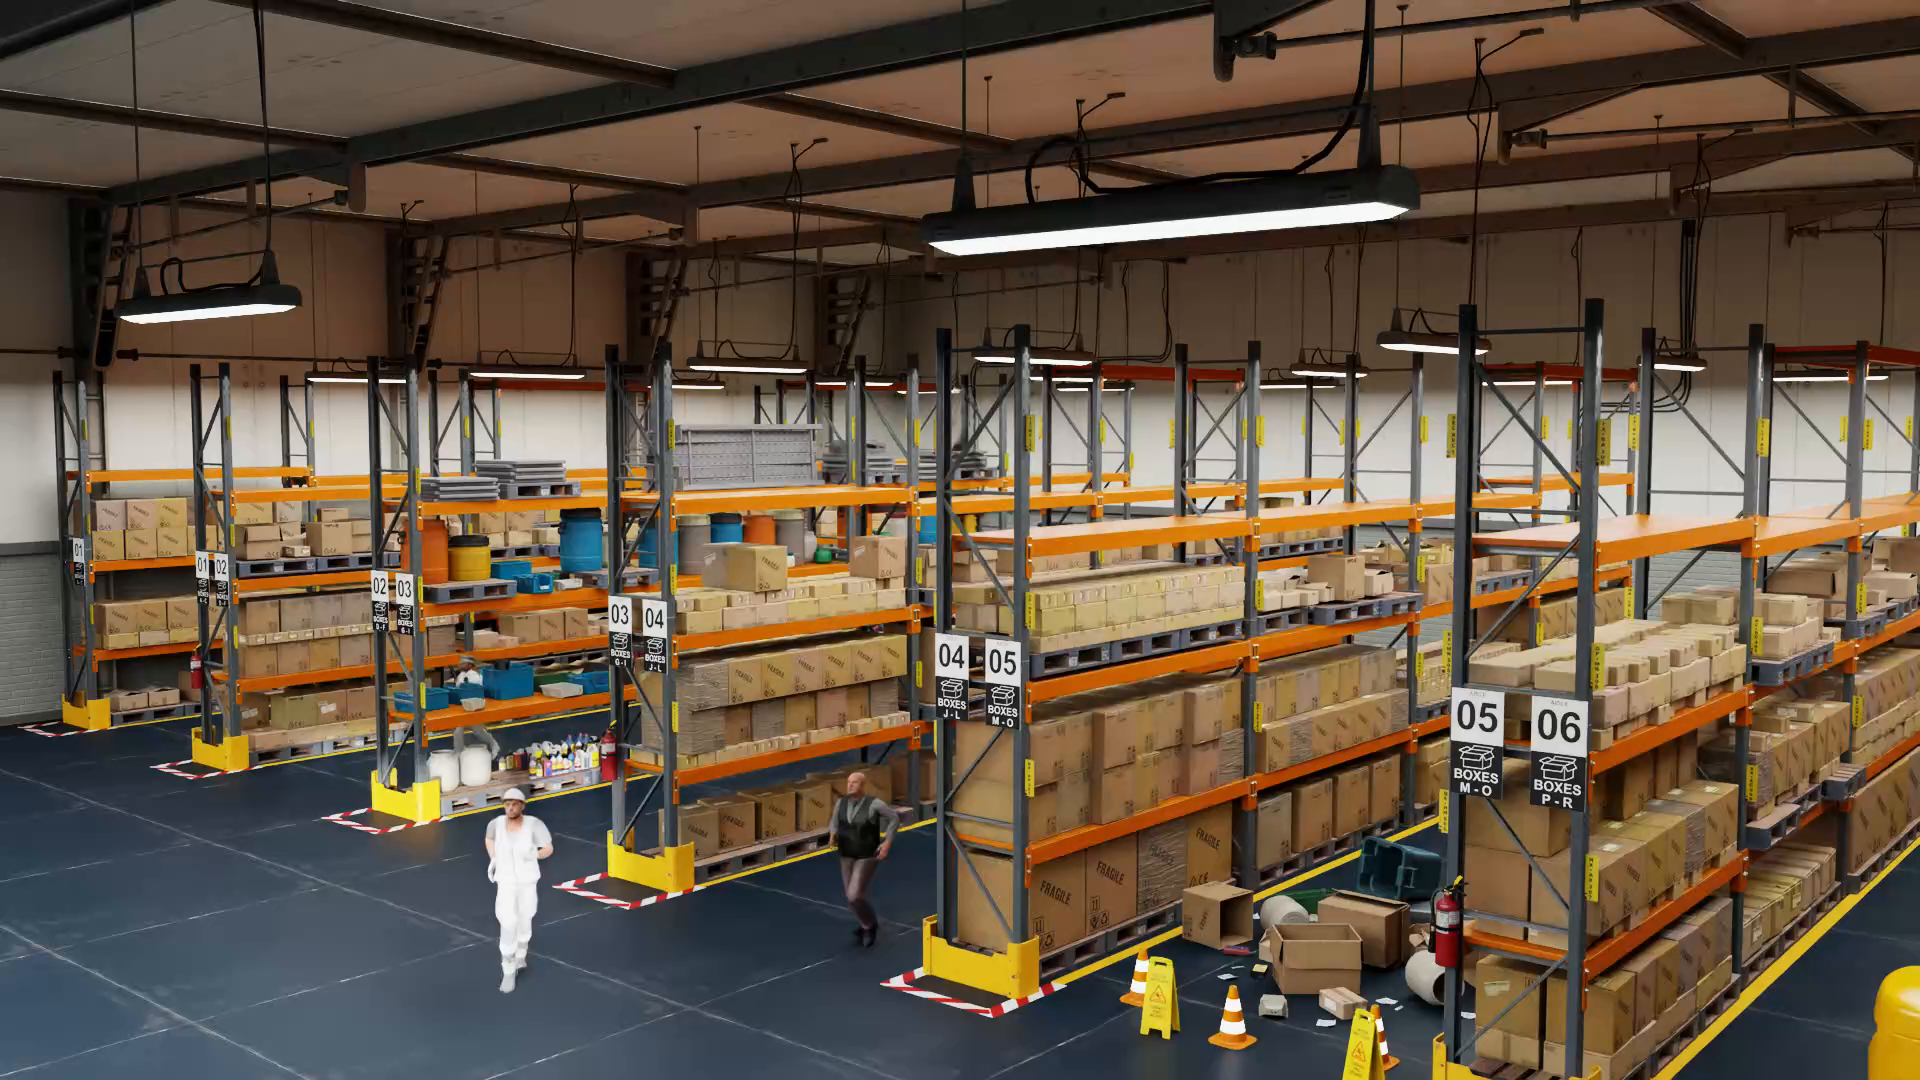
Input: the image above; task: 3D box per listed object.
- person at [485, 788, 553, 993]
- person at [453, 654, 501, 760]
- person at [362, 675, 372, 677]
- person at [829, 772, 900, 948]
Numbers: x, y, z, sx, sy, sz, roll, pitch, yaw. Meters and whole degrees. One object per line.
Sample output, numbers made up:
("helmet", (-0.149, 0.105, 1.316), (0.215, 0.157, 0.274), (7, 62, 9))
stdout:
("person", (-4.048, 3.183, 15.279), (0.616, 1.852, 0.782), (-1, 4, -12))
("person", (-7.254, 2.514, 24.666), (0.567, 1.697, 0.915), (3, 5, 33))
("person", (-10.091, 2.246, 28.457), (0.660, 1.823, 0.629), (3, 5, 38))
("person", (-1.000, 3.179, 16.323), (0.674, 1.658, 0.686), (2, 5, 31))
